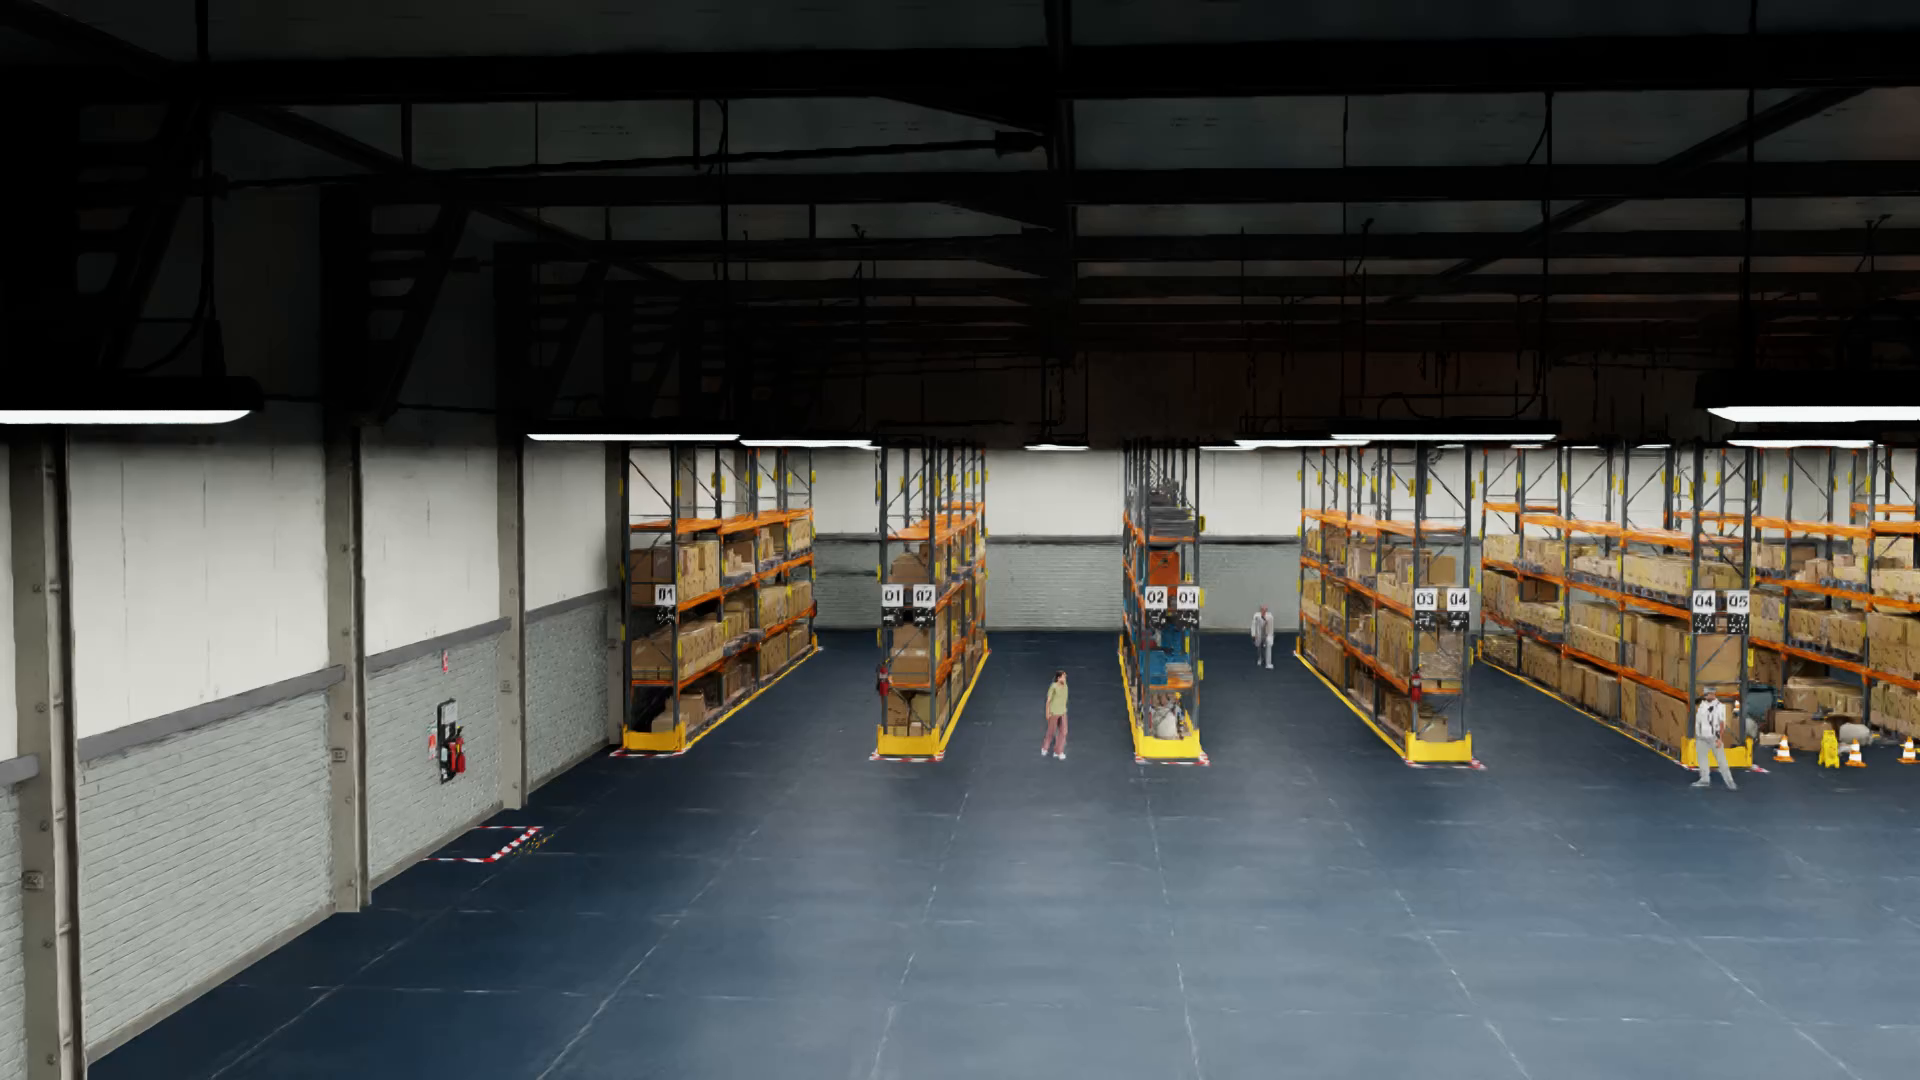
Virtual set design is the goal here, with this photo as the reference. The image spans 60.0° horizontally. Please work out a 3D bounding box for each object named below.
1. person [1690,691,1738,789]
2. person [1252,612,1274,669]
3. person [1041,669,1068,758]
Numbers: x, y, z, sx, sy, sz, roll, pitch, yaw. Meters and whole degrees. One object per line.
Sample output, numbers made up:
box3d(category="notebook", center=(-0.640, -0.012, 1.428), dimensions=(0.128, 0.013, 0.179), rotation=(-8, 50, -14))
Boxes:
box3d(category="person", center=(12.843, 3.353, 28.283), dimensions=(0.528, 1.718, 0.746), rotation=(-1, 3, -26))
box3d(category="person", center=(7.992, 2.607, 43.819), dimensions=(0.598, 1.508, 1.172), rotation=(0, 3, 6))
box3d(category="person", center=(1.774, 3.231, 31.143), dimensions=(0.504, 1.658, 0.553), rotation=(-2, 4, -32))
